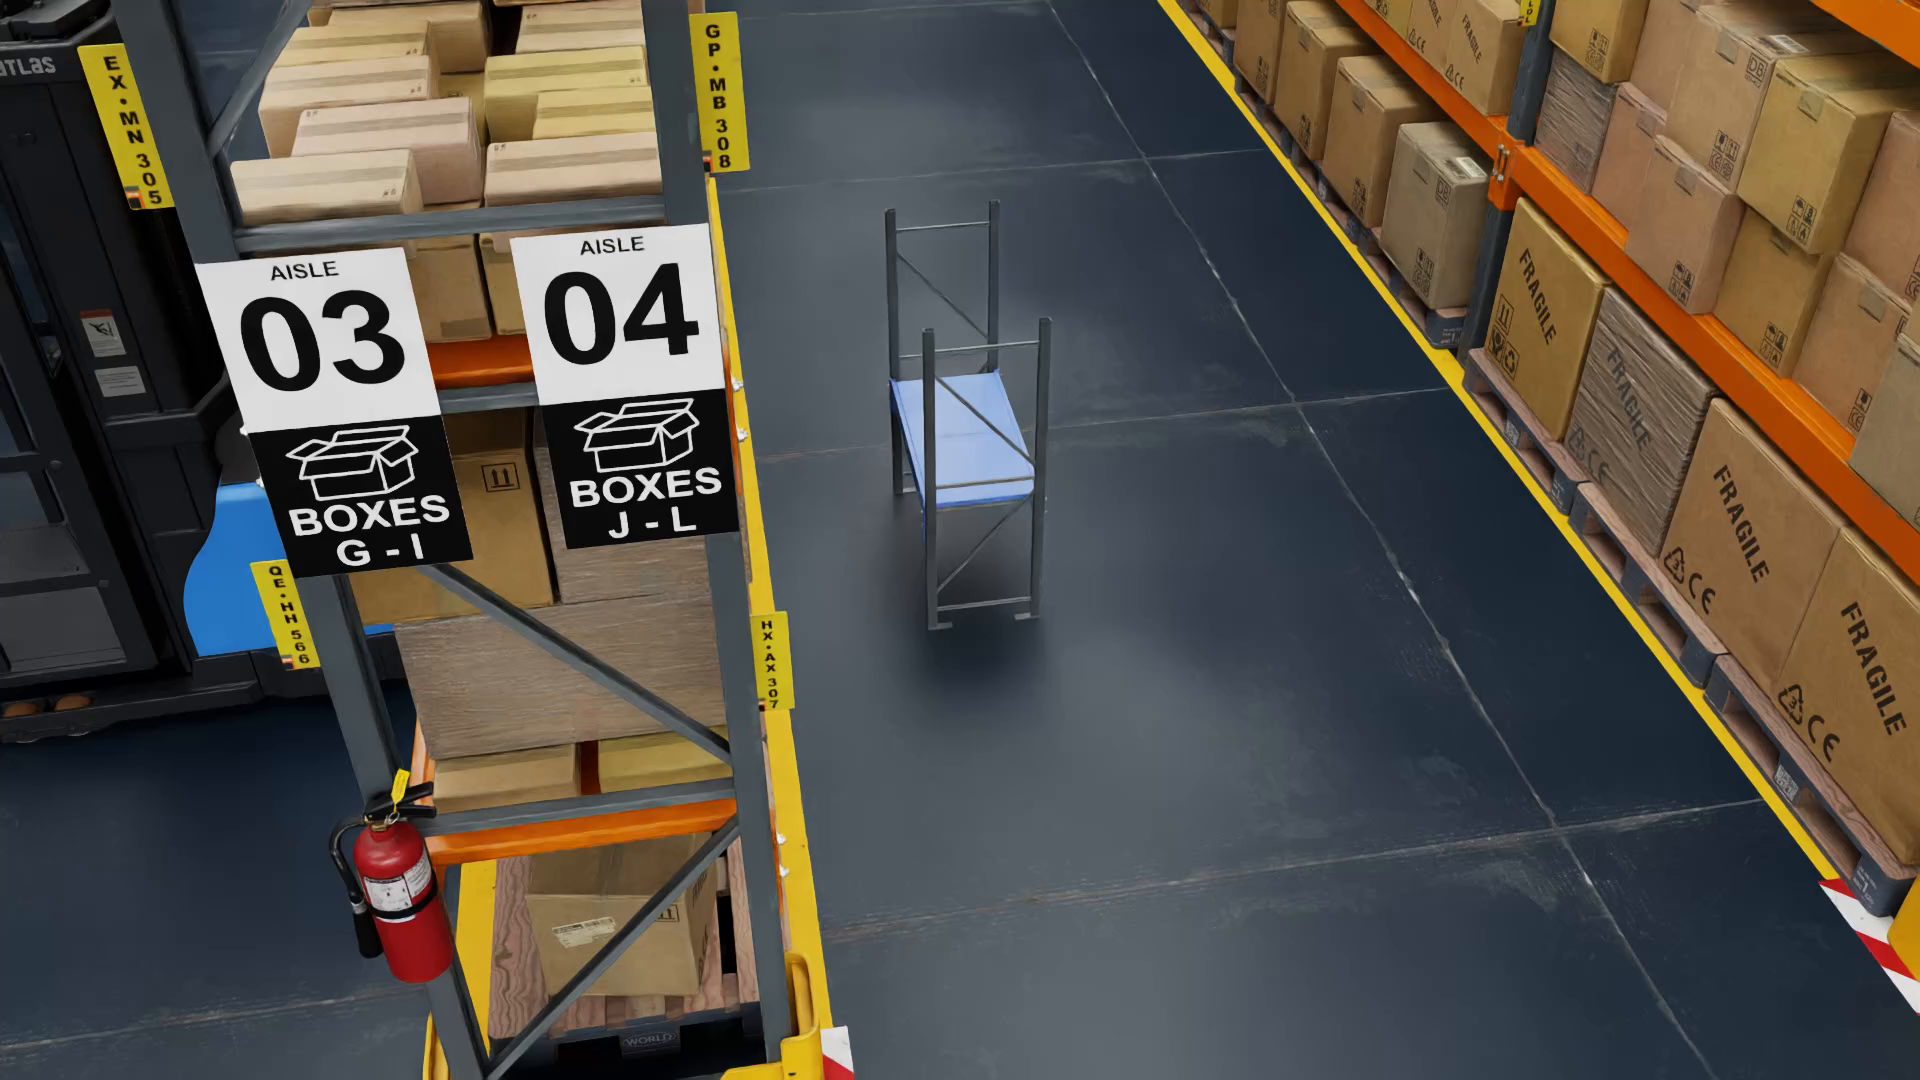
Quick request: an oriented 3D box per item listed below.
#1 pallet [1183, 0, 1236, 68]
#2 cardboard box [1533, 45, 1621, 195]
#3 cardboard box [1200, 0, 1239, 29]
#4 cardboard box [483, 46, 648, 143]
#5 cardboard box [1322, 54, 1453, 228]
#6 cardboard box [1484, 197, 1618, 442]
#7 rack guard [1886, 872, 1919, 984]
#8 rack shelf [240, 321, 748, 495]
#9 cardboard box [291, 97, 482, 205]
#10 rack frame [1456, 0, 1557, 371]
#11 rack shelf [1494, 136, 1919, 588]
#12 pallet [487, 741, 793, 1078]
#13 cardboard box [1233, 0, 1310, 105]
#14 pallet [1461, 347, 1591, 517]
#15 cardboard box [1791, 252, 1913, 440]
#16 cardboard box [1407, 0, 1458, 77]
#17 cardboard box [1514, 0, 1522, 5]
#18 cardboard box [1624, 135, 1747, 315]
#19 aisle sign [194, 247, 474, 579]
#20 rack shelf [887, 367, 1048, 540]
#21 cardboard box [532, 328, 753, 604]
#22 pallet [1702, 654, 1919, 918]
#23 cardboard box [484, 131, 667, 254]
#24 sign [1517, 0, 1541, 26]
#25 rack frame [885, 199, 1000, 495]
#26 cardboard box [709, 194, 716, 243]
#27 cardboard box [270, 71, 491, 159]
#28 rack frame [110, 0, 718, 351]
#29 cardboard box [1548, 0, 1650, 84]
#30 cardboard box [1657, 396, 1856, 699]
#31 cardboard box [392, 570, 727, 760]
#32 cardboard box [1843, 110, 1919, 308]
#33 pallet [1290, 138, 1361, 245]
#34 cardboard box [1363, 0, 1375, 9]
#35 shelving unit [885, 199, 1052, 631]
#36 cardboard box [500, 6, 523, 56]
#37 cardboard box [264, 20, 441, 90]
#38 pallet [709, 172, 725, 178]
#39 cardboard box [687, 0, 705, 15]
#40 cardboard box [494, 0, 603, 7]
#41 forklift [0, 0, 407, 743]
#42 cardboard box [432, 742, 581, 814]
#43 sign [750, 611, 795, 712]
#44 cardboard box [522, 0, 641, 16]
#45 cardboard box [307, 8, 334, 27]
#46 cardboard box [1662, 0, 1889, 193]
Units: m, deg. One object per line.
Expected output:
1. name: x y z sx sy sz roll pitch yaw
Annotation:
1. pallet: 2.352 -3.965 12.681 1.003 0.211 1.213 -6 38 -8
2. cardboard box: 3.265 -2.015 7.777 0.875 0.550 0.550 -6 38 -8
3. cardboard box: 2.115 -4.142 12.331 0.500 0.500 0.500 -6 38 -8
4. cardboard box: -0.947 -1.070 4.034 0.380 0.149 0.250 -7 38 -9
5. cardboard box: 2.826 -2.403 9.890 1.050 0.750 0.750 -6 38 -8
6. cardboard box: 3.230 -1.117 8.132 0.875 0.875 0.875 -6 38 -7
7. rack guard: 3.894 1.240 5.747 1.175 0.500 0.348 -6 38 -8
8. rack shelf: -1.361 -1.398 5.246 1.077 0.370 4.000 -6 38 -8
9. cardboard box: -1.297 -0.876 3.785 0.380 0.149 0.250 -7 38 -9
10. rack frame: 3.189 -2.178 8.108 1.000 3.000 0.127 -6 38 -8
11. rack shelf: 3.539 -0.686 6.774 1.077 0.370 4.000 -6 38 -8
12. pallet: -1.132 1.272 5.941 1.003 0.211 1.213 -6 38 -8
13. cardboard box: 2.506 -3.494 11.293 1.050 0.750 0.750 -7 38 -9
14. pallet: 3.245 -0.609 8.362 1.003 0.211 1.213 -6 38 -8
15. cardboard box: 3.688 -0.722 6.112 0.875 0.550 0.550 -6 38 -8
16. cardboard box: 2.746 -2.809 8.839 0.500 0.500 0.500 -7 38 -8
17. cardboard box: 3.096 -2.911 8.156 0.700 0.500 0.500 -7 38 -9
18. cardboard box: 3.363 -1.347 6.916 0.875 0.550 0.550 -6 38 -8
19. aisle sign: -1.295 -0.246 3.503 0.394 0.787 0.004 -6 38 -8
20. rack shelf: 0.015 -0.399 7.334 0.538 0.185 1.000 -6 38 -8
21. cardboard box: -0.839 -0.203 4.427 0.500 0.500 0.500 -6 38 -8
22. pallet: 3.673 0.865 6.465 1.003 0.211 1.213 -6 38 -8
23. cardboard box: -0.831 -0.763 3.640 0.380 0.149 0.250 -6 38 -8
24. sign: 2.656 -2.539 7.695 0.100 0.325 0.005 -6 38 -8
25. rack frame: -0.074 -0.848 7.619 0.500 1.500 0.032 -6 38 -8
26. cardboard box: -1.009 -0.807 5.205 0.500 0.500 0.500 -6 38 -8
27. cardboard box: -1.436 -0.980 4.243 0.500 0.250 0.500 -6 38 -8
28. rack frame: -1.011 -1.658 2.550 1.000 3.000 0.127 -6 38 -8
29. cardboard box: 3.220 -2.437 7.439 0.875 0.550 0.550 -6 38 -8
30. cardboard box: 3.550 -0.022 6.723 0.875 0.875 0.875 -7 38 -9
31. cardboard box: -1.080 0.219 4.700 0.875 0.500 0.500 -6 38 -8
32. cardboard box: 3.711 -1.151 5.784 0.875 0.550 0.550 -6 38 -8
33. pallet: 2.762 -2.273 10.504 1.003 0.211 1.213 -6 38 -8
34. cardboard box: 2.565 -3.420 9.626 0.500 0.500 0.500 -7 38 -8
35. shelving unit: 0.015 -0.541 7.224 0.538 1.500 1.048 -6 38 -8
36. cardboard box: -1.020 -1.344 4.712 0.500 0.250 0.500 -6 38 -8
37. cardboard box: -1.520 -1.178 4.174 0.380 0.149 0.250 -6 38 -8
38. pallet: -1.703 -2.107 8.173 1.003 0.211 1.213 -6 38 -8
39. cardboard box: -1.714 -2.603 7.824 1.000 1.000 1.000 -6 38 -8
40. cardboard box: -1.005 -1.754 4.386 0.500 0.500 0.500 -6 38 -8
41. forklift: -3.588 -0.695 6.255 3.031 2.935 1.130 -7 38 -9
42. cardboard box: -1.264 0.660 4.660 0.380 0.149 0.250 -6 38 -8
43. sign: -0.477 0.310 4.200 0.100 0.325 0.005 -6 38 -8
44. cardboard box: -0.963 -1.389 4.445 0.380 0.149 0.250 -6 38 -8
45. cardboard box: -1.588 -1.493 4.579 0.380 0.149 0.250 -8 39 -10
46. cardboard box: 3.390 -1.776 6.589 0.875 0.550 0.550 -6 38 -8
